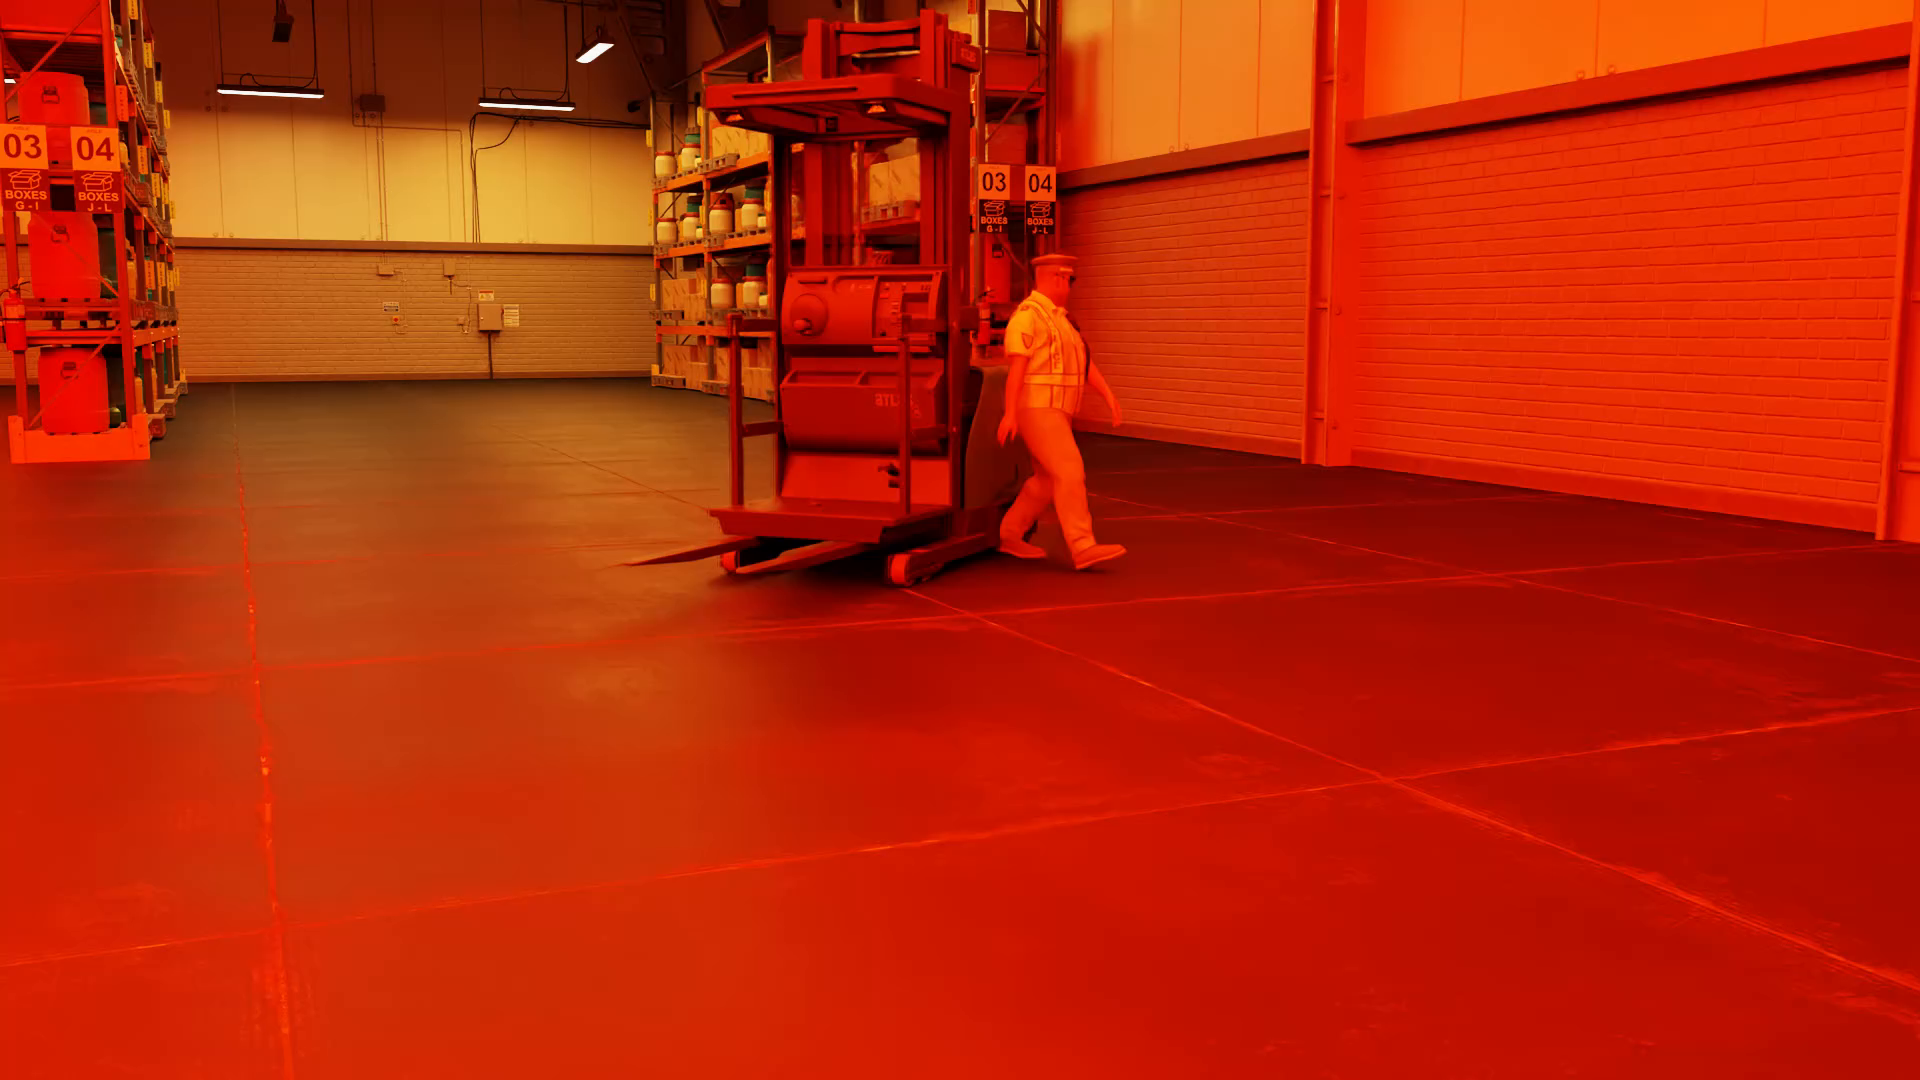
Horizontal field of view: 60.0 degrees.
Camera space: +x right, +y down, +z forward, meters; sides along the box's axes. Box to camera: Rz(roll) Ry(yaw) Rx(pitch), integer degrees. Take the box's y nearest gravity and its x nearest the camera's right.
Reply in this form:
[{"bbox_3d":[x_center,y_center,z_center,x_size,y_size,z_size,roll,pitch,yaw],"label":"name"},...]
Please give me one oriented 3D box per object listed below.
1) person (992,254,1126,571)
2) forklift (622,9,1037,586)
[{"bbox_3d":[0.530,-0.694,9.001,0.894,1.693,0.705,3,8,22],"label":"person"},{"bbox_3d":[-0.615,-1.284,8.682,1.130,2.935,3.031,3,8,24],"label":"forklift"}]
